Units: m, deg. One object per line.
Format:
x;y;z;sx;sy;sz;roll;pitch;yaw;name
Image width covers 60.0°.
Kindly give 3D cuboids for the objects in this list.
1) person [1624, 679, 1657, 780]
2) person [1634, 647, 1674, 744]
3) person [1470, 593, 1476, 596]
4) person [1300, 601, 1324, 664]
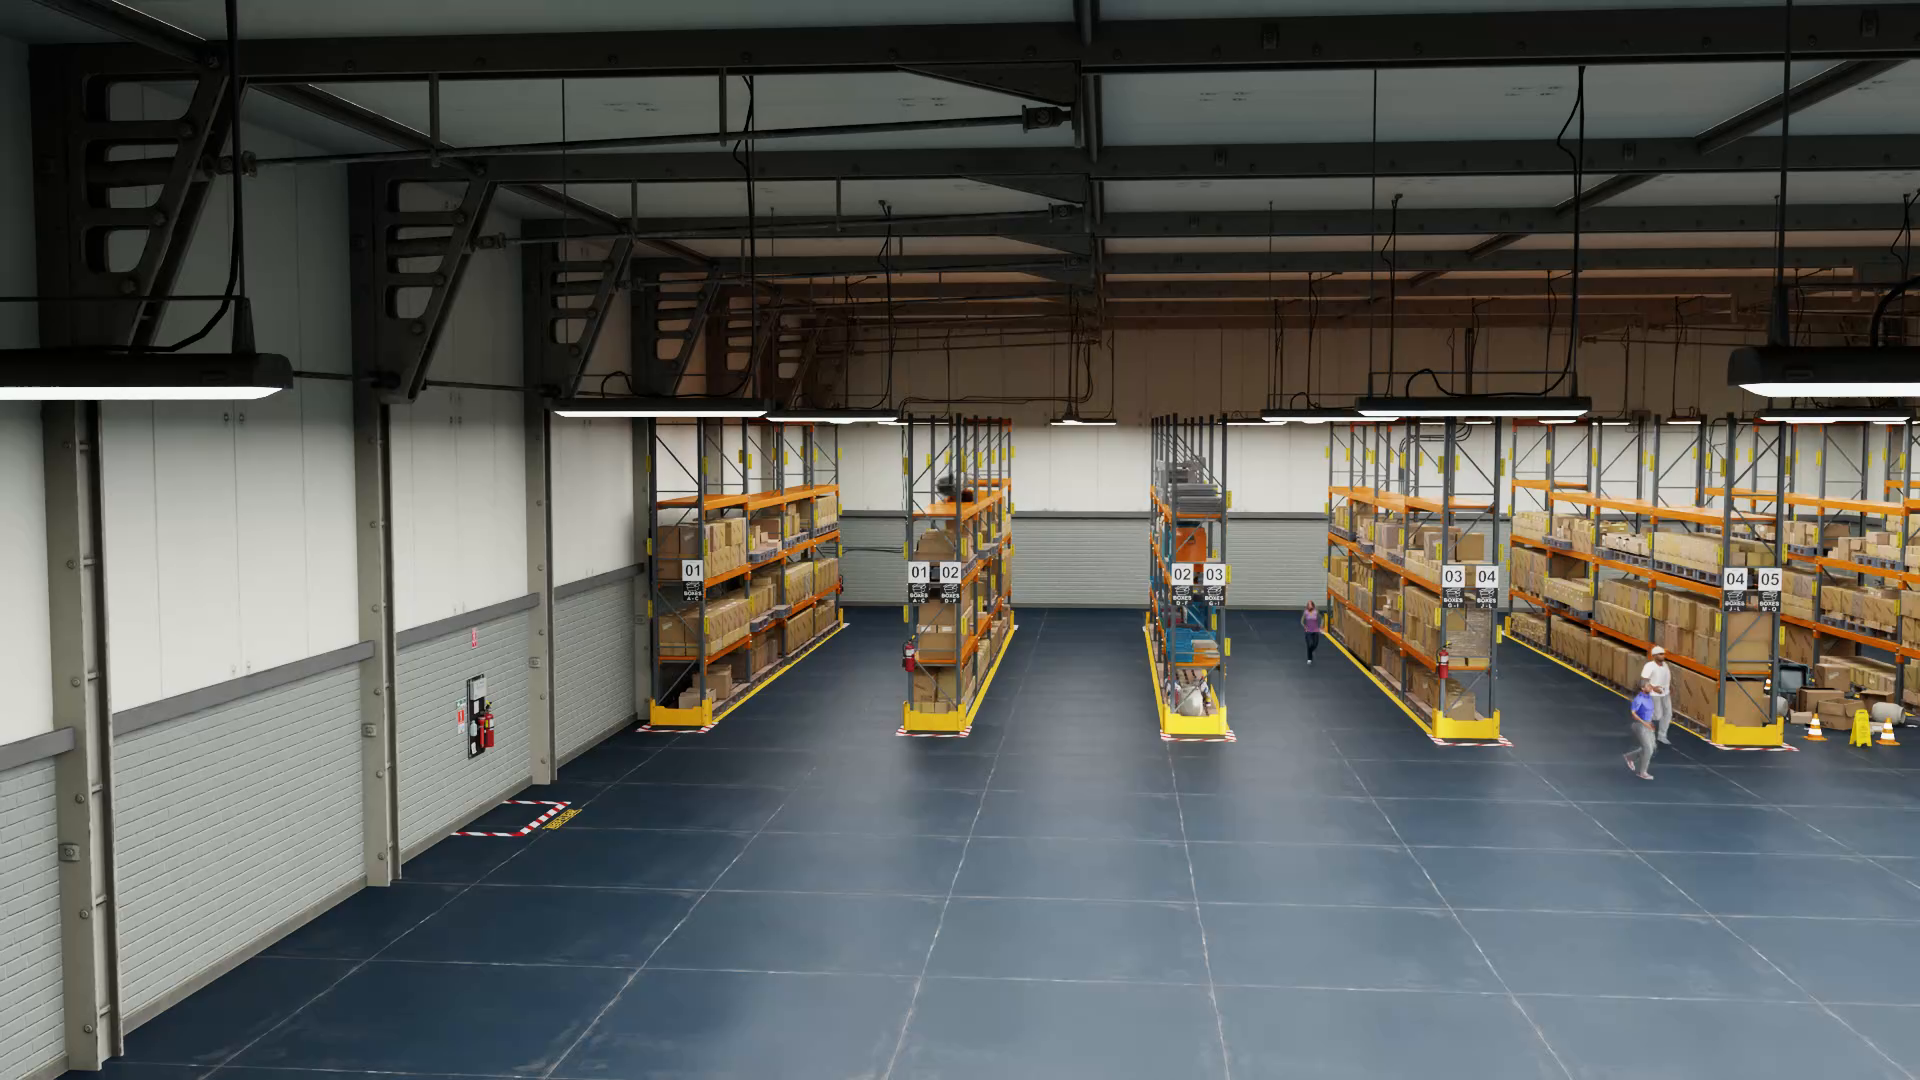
11.133;3.087;27.244;0.536;1.627;0.594;4;5;44;person
12.746;2.822;30.450;0.709;1.761;0.792;-2;4;-25;person
13.727;1.907;44.087;0.661;1.716;0.634;1;4;12;person
8.519;2.246;40.245;0.560;1.558;0.600;1;4;13;person
